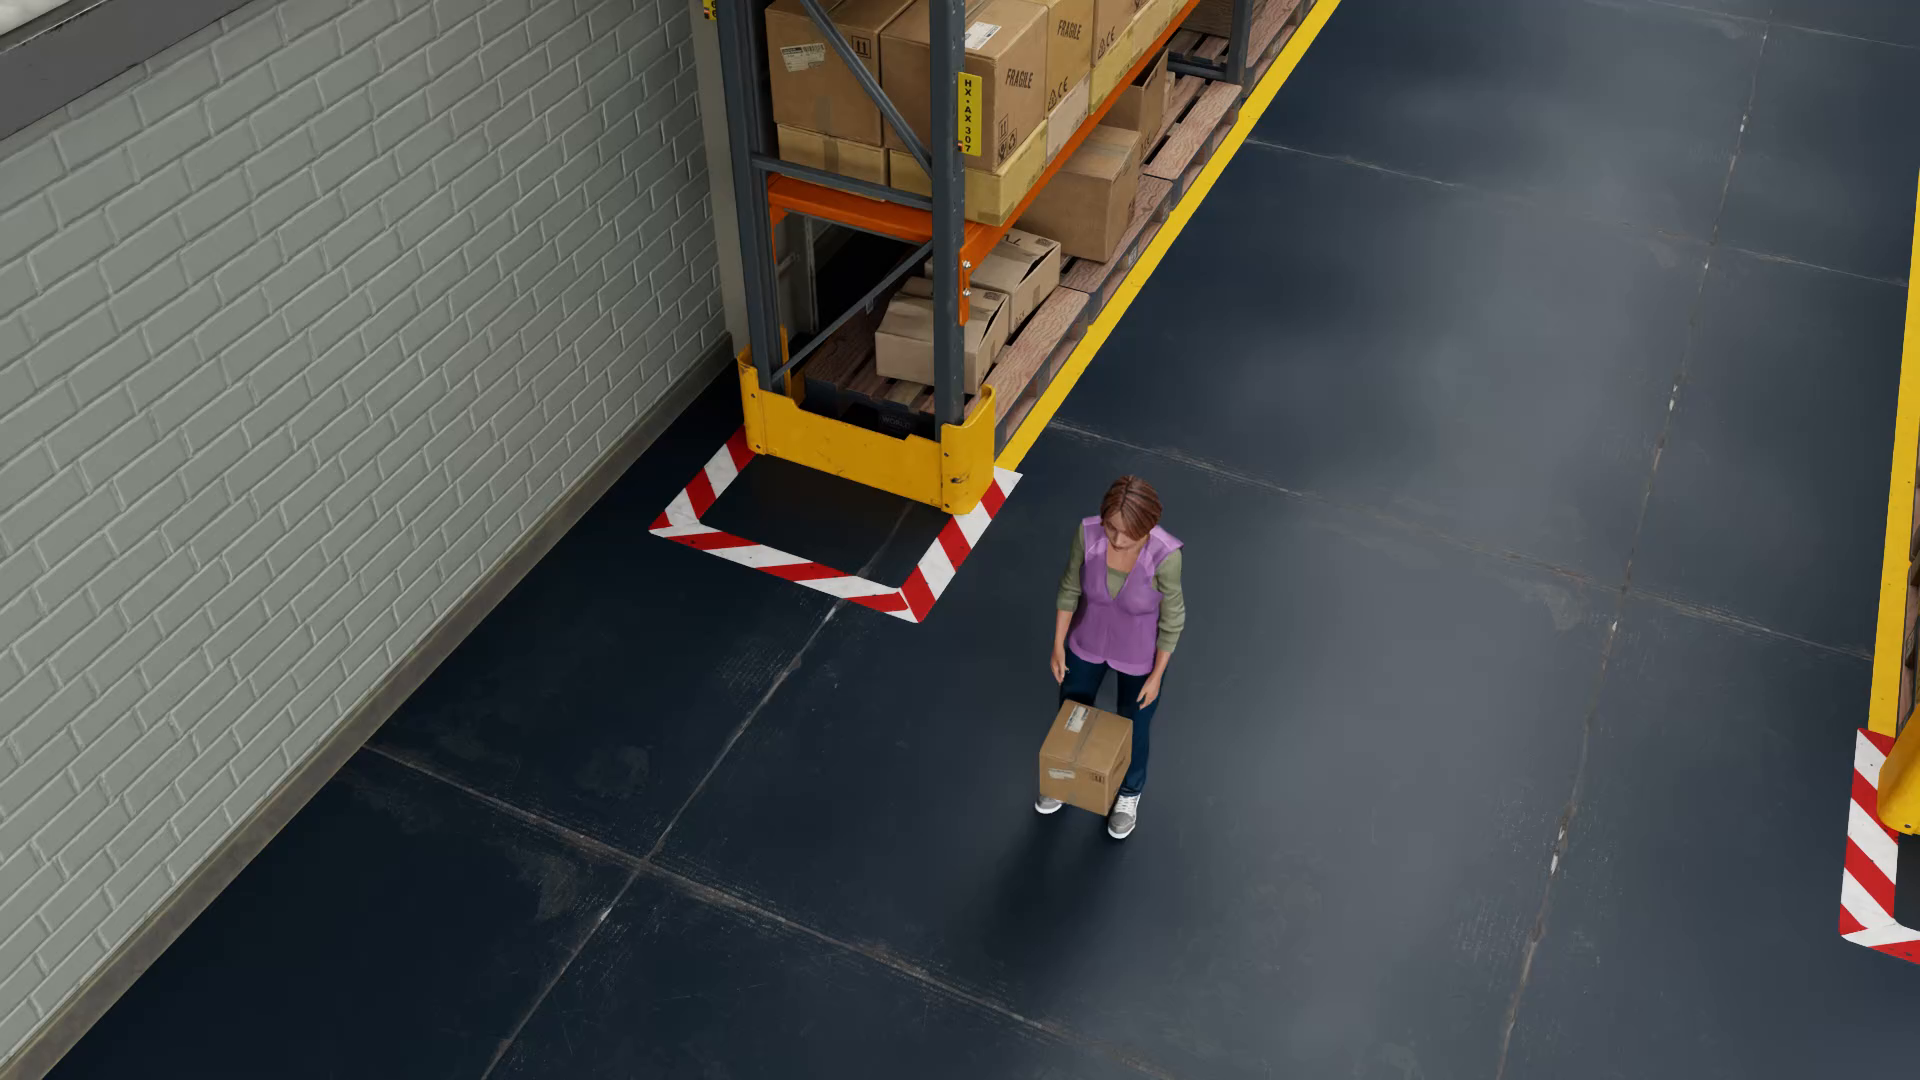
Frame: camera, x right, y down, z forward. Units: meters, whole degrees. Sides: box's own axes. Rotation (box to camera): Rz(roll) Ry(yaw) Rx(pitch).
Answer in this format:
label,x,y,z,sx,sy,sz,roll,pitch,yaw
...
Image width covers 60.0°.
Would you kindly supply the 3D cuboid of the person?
label,x,y,z,sx,sy,sz,roll,pitch,yaw
person,0.536,0.391,5.739,0.450,1.599,0.336,16,45,17
